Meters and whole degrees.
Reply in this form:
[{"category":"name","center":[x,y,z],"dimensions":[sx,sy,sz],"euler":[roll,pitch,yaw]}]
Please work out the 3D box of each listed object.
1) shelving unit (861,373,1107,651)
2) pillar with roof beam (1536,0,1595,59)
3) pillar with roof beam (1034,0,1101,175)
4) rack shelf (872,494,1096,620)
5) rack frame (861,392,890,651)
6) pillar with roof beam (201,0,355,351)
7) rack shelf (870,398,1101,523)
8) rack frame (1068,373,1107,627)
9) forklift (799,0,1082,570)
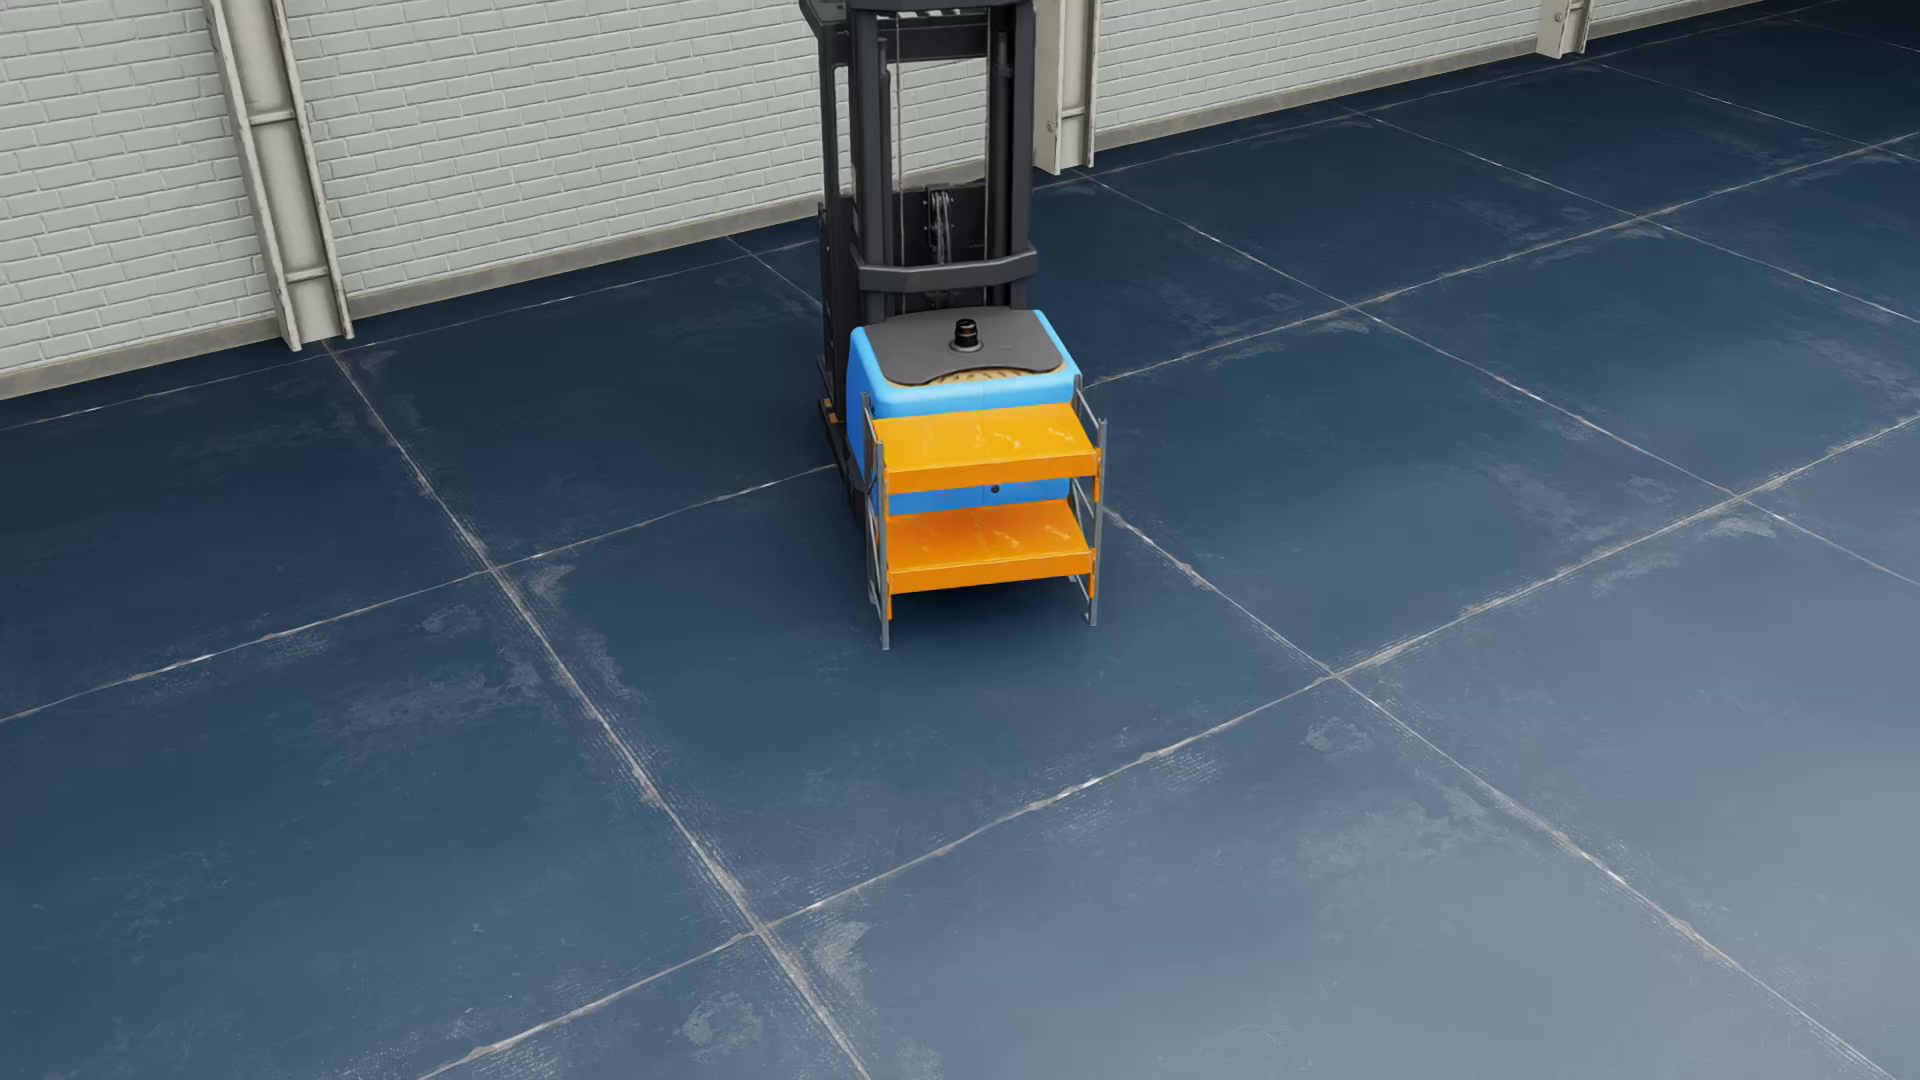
[{"category":"shelving unit","center":[0.102,-0.132,7.906],"dimensions":[1.048,1.125,0.538],"euler":[-6,33,-9]},{"category":"pillar with roof beam","center":[8.223,-6.678,10.902],"dimensions":[0.400,9.000,9.100],"euler":[-19,37,-27]},{"category":"pillar with roof beam","center":[3.180,-4.944,8.153],"dimensions":[0.400,9.000,9.100],"euler":[-19,37,-27]},{"category":"rack shelf","center":[0.102,0.074,8.036],"dimensions":[1.000,0.278,0.538],"euler":[-6,33,-9]},{"category":"rack frame","center":[-0.397,-0.081,7.825],"dimensions":[0.032,1.125,0.500],"euler":[-6,33,-9]},{"category":"pillar with roof beam","center":[-1.863,-3.209,5.403],"dimensions":[0.400,9.000,9.100],"euler":[-19,37,-27]},{"category":"rack shelf","center":[0.102,-0.380,7.749],"dimensions":[1.000,0.278,0.538],"euler":[-6,33,-9]},{"category":"rack frame","center":[0.601,-0.183,7.986],"dimensions":[0.032,1.125,0.500],"euler":[-6,33,-9]},{"category":"forklift","center":[-0.217,-1.845,8.928],"dimensions":[1.130,2.935,3.031],"euler":[-7,33,-11]}]
